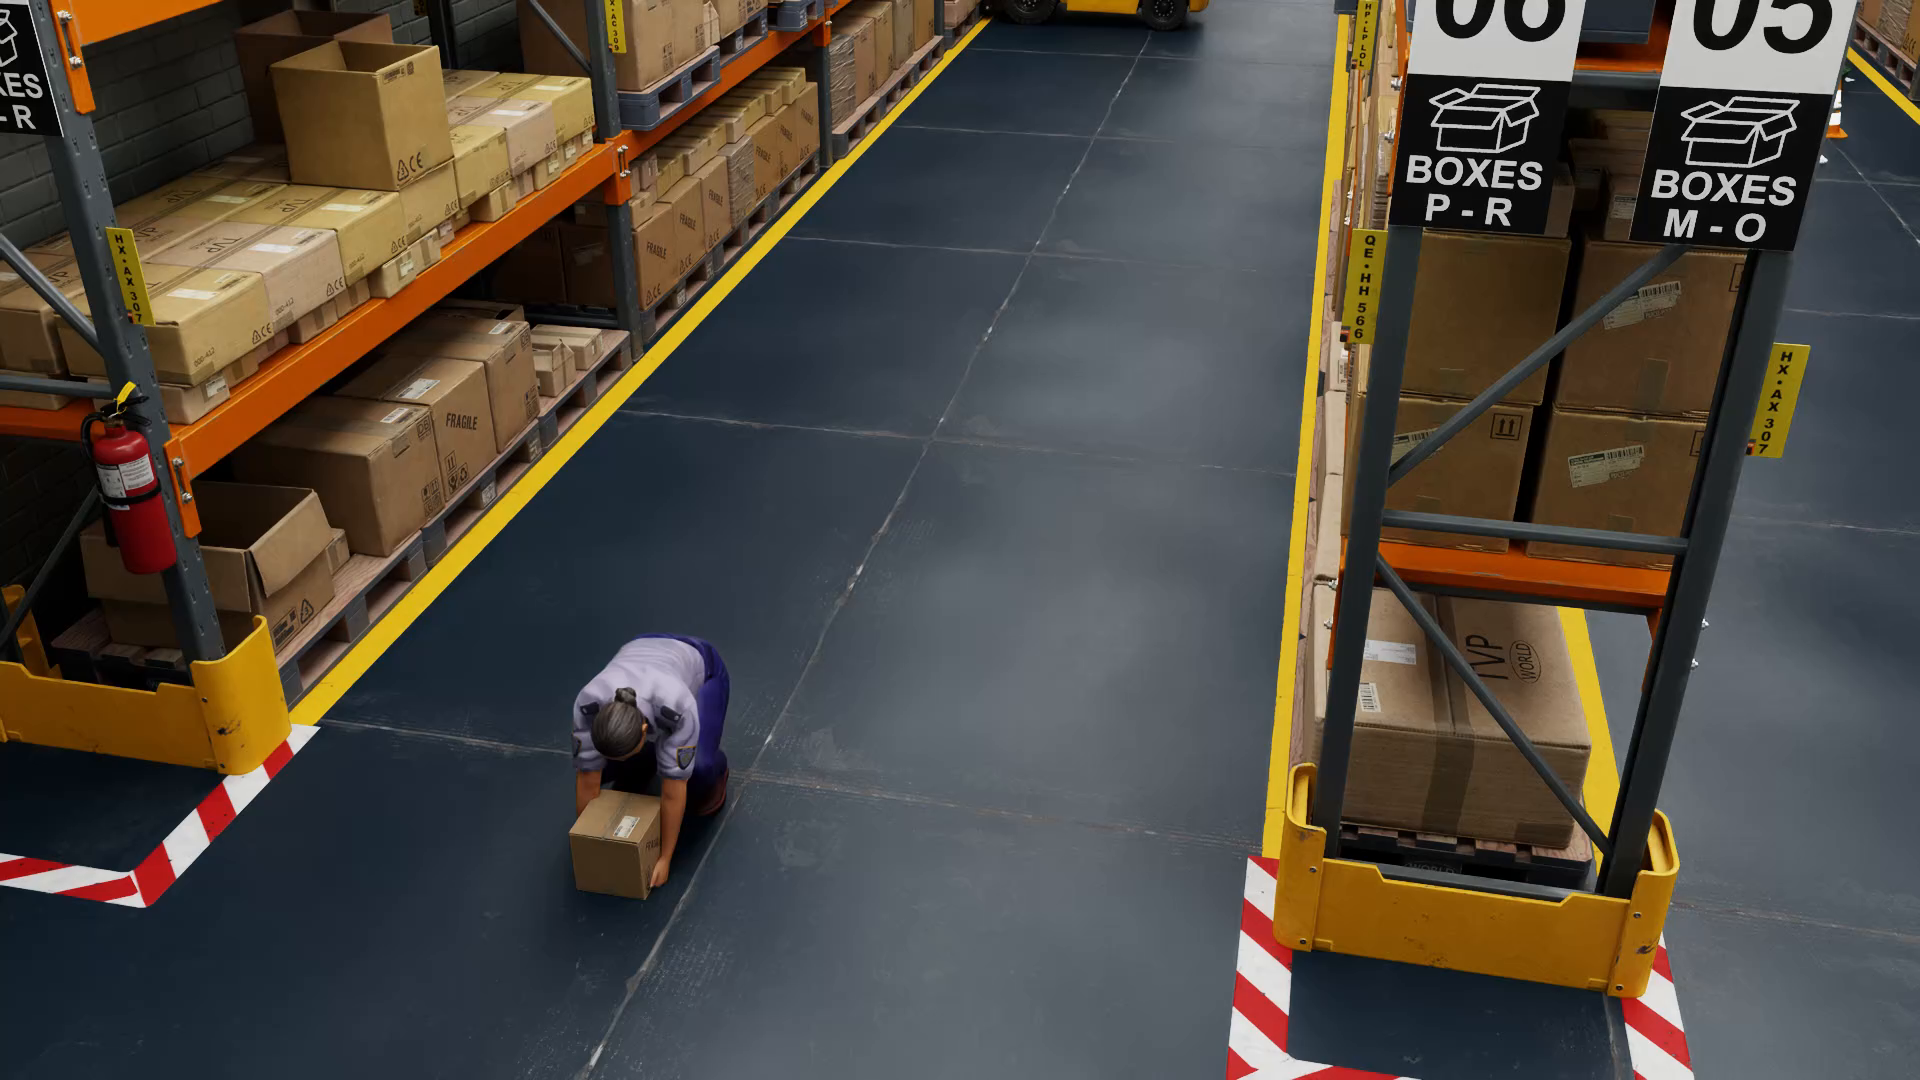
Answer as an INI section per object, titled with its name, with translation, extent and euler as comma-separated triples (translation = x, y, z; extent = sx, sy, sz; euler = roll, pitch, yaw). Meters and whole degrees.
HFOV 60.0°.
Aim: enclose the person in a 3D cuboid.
[person]
translation = -1.091, 0.709, 5.871
extent = 0.513, 0.747, 0.870
euler = 5, 29, 10
